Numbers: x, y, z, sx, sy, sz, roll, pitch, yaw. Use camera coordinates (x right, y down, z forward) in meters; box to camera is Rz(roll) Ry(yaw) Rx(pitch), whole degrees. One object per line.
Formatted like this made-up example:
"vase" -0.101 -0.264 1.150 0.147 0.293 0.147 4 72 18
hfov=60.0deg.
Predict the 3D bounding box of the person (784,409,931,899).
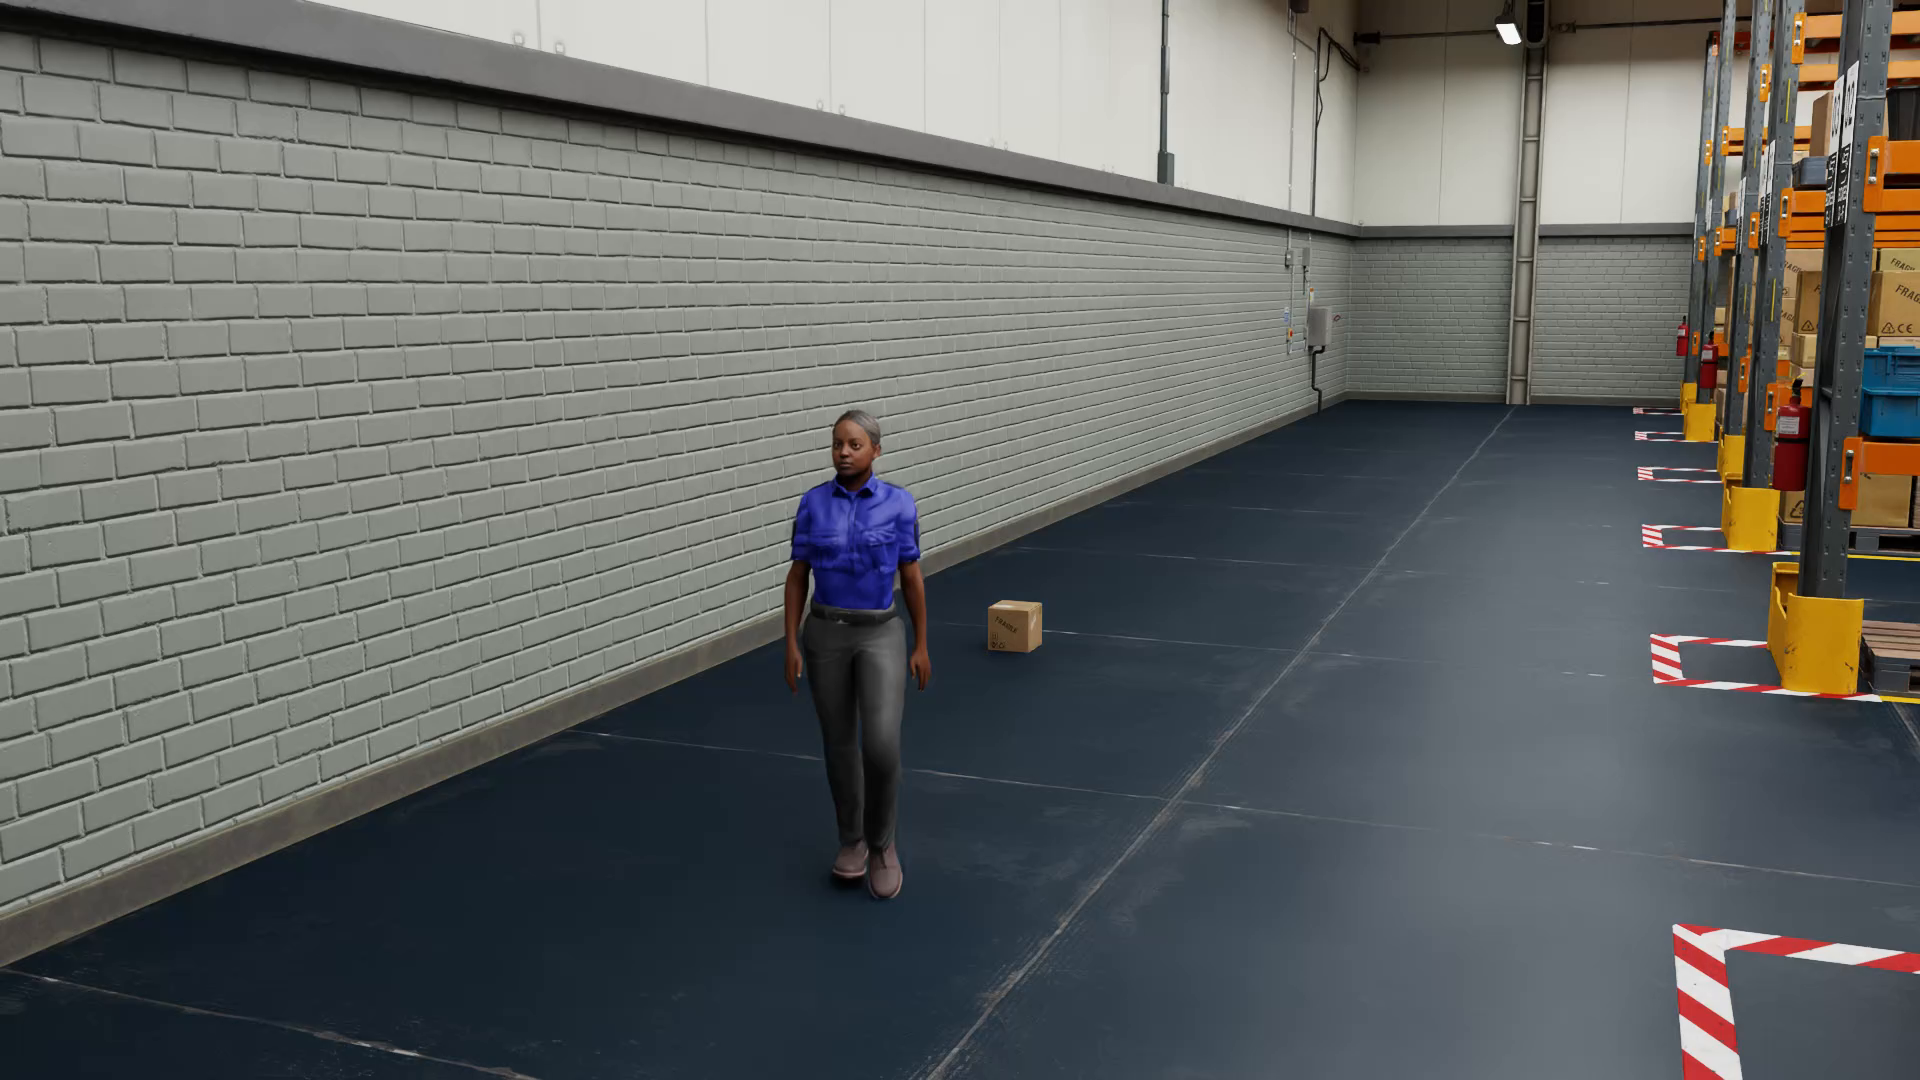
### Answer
"person" -0.366 0.403 5.749 0.492 1.695 0.488 1 9 9
